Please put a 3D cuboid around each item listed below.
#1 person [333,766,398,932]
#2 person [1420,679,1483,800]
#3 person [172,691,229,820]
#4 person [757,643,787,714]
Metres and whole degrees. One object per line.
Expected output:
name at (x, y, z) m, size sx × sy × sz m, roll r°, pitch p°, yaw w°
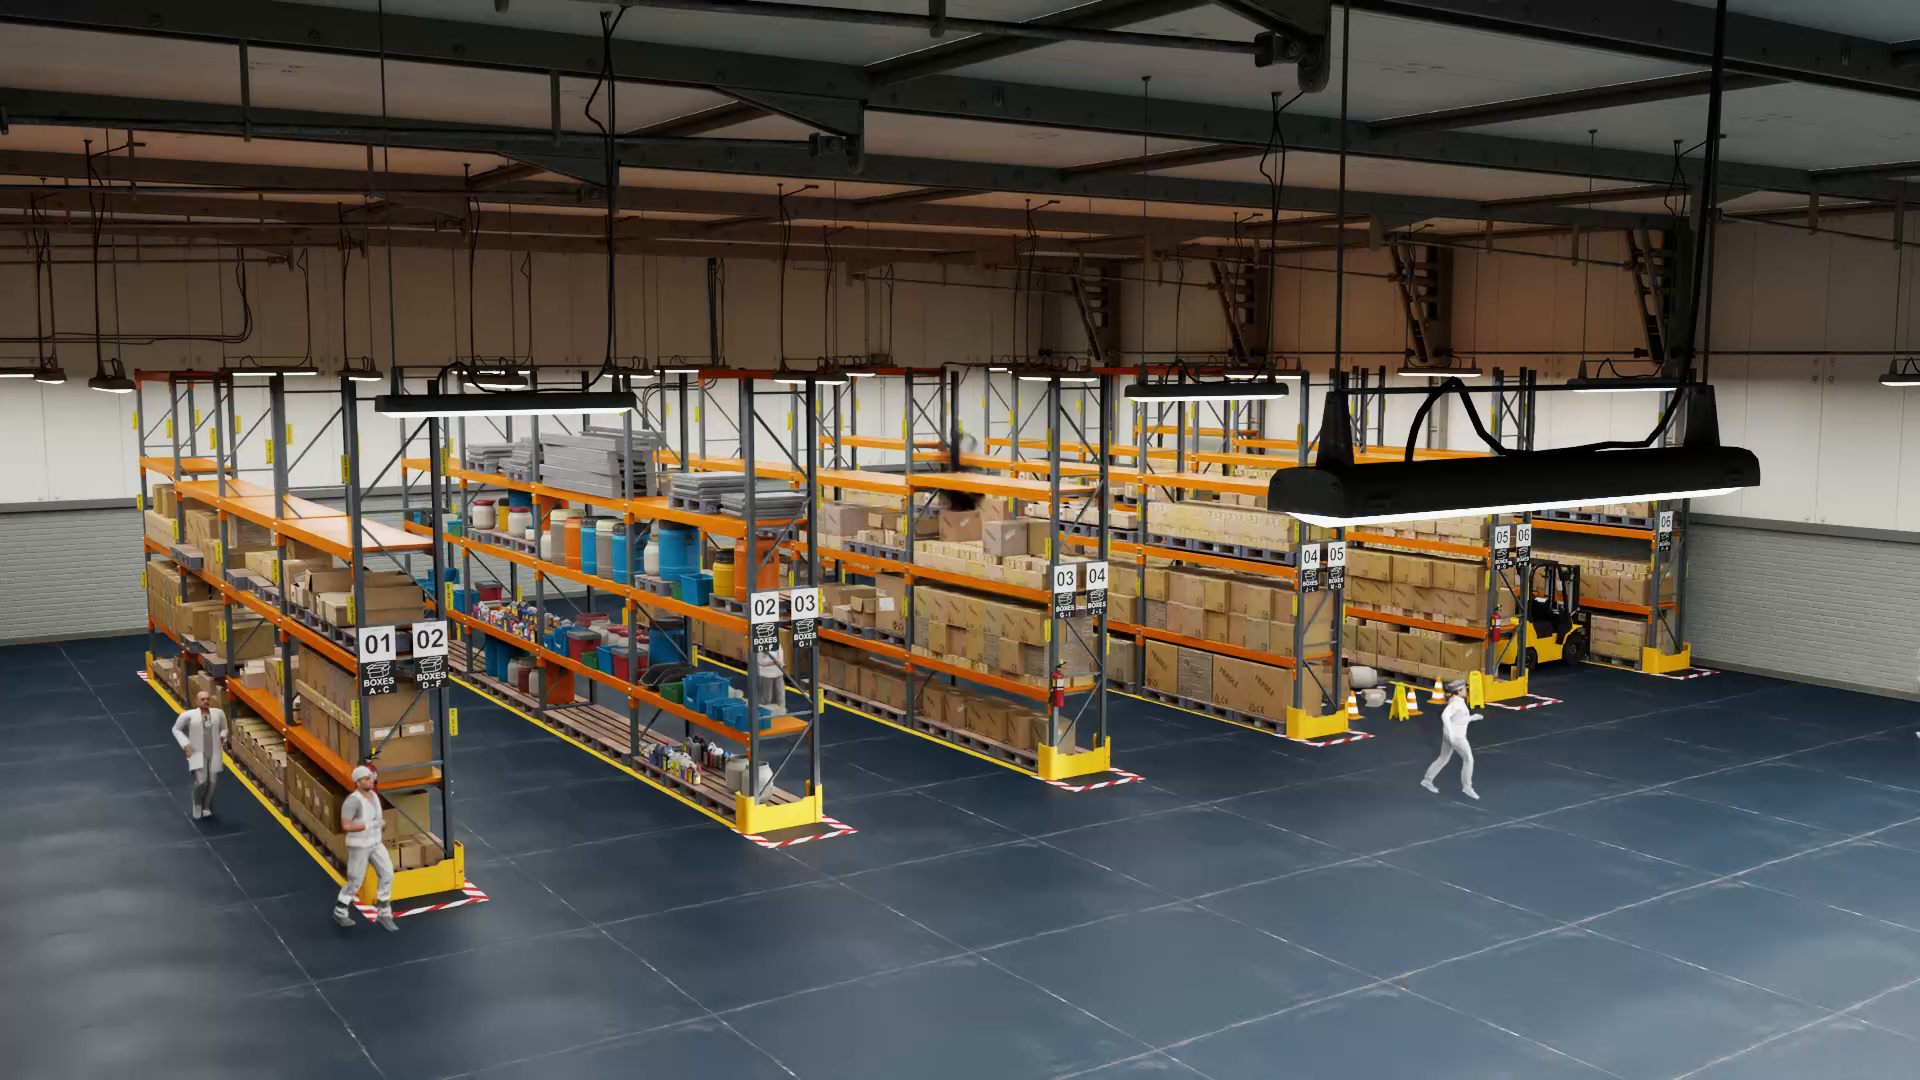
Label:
person at (-6.533, 3.390, 18.220) m, size 0.723 × 1.847 × 0.646 m, roll 2°, pitch 7°, yaw 19°
person at (6.995, 2.822, 23.614) m, size 0.850 × 1.738 × 0.580 m, roll 0°, pitch 6°, yaw 0°
person at (-10.218, 2.920, 22.518) m, size 0.680 × 1.750 × 0.695 m, roll -6°, pitch 9°, yaw -41°
person at (-3.162, 2.267, 27.942) m, size 0.990 × 1.744 × 0.663 m, roll 6°, pitch 8°, yaw 41°
